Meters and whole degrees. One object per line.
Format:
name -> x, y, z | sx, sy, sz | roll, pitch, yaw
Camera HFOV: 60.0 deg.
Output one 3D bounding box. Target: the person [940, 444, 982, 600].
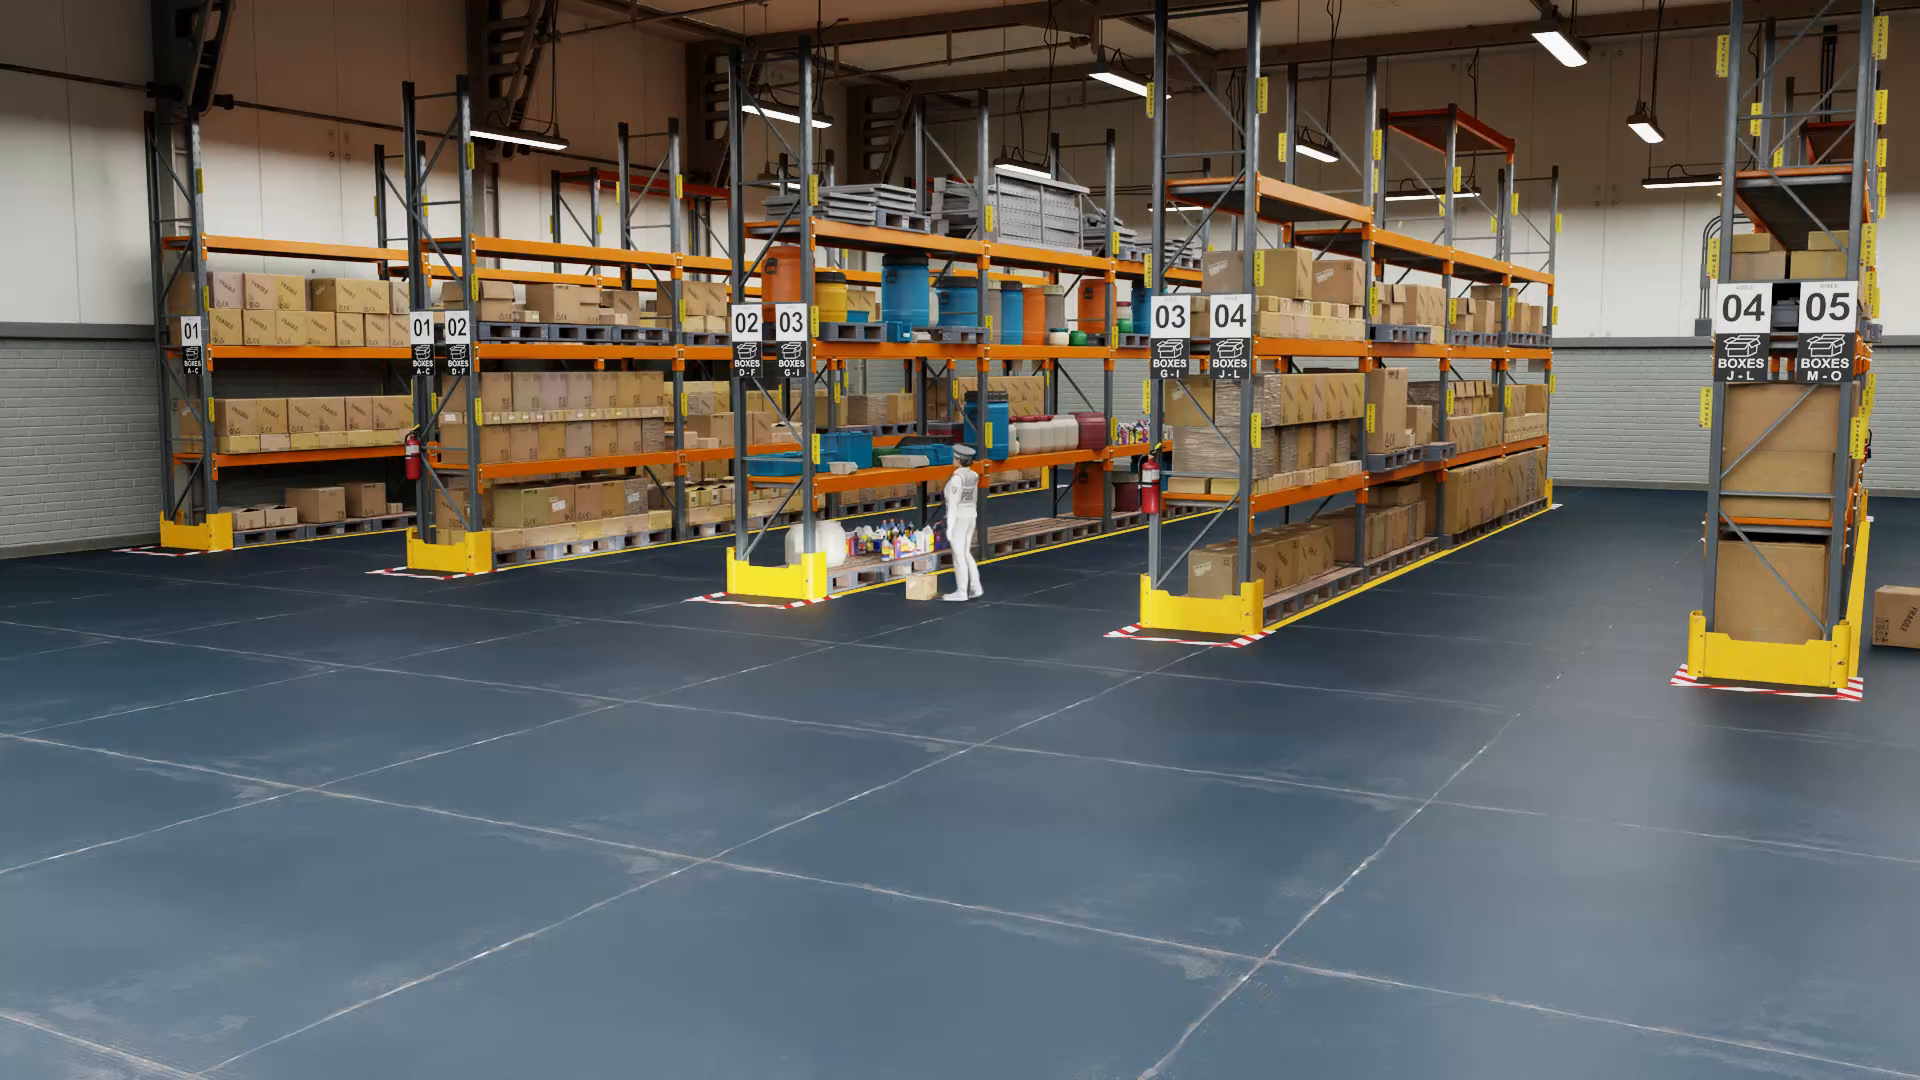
person -> 0.015, -0.184, 17.893 | 0.375, 1.695, 0.518 | 3, 7, 28
